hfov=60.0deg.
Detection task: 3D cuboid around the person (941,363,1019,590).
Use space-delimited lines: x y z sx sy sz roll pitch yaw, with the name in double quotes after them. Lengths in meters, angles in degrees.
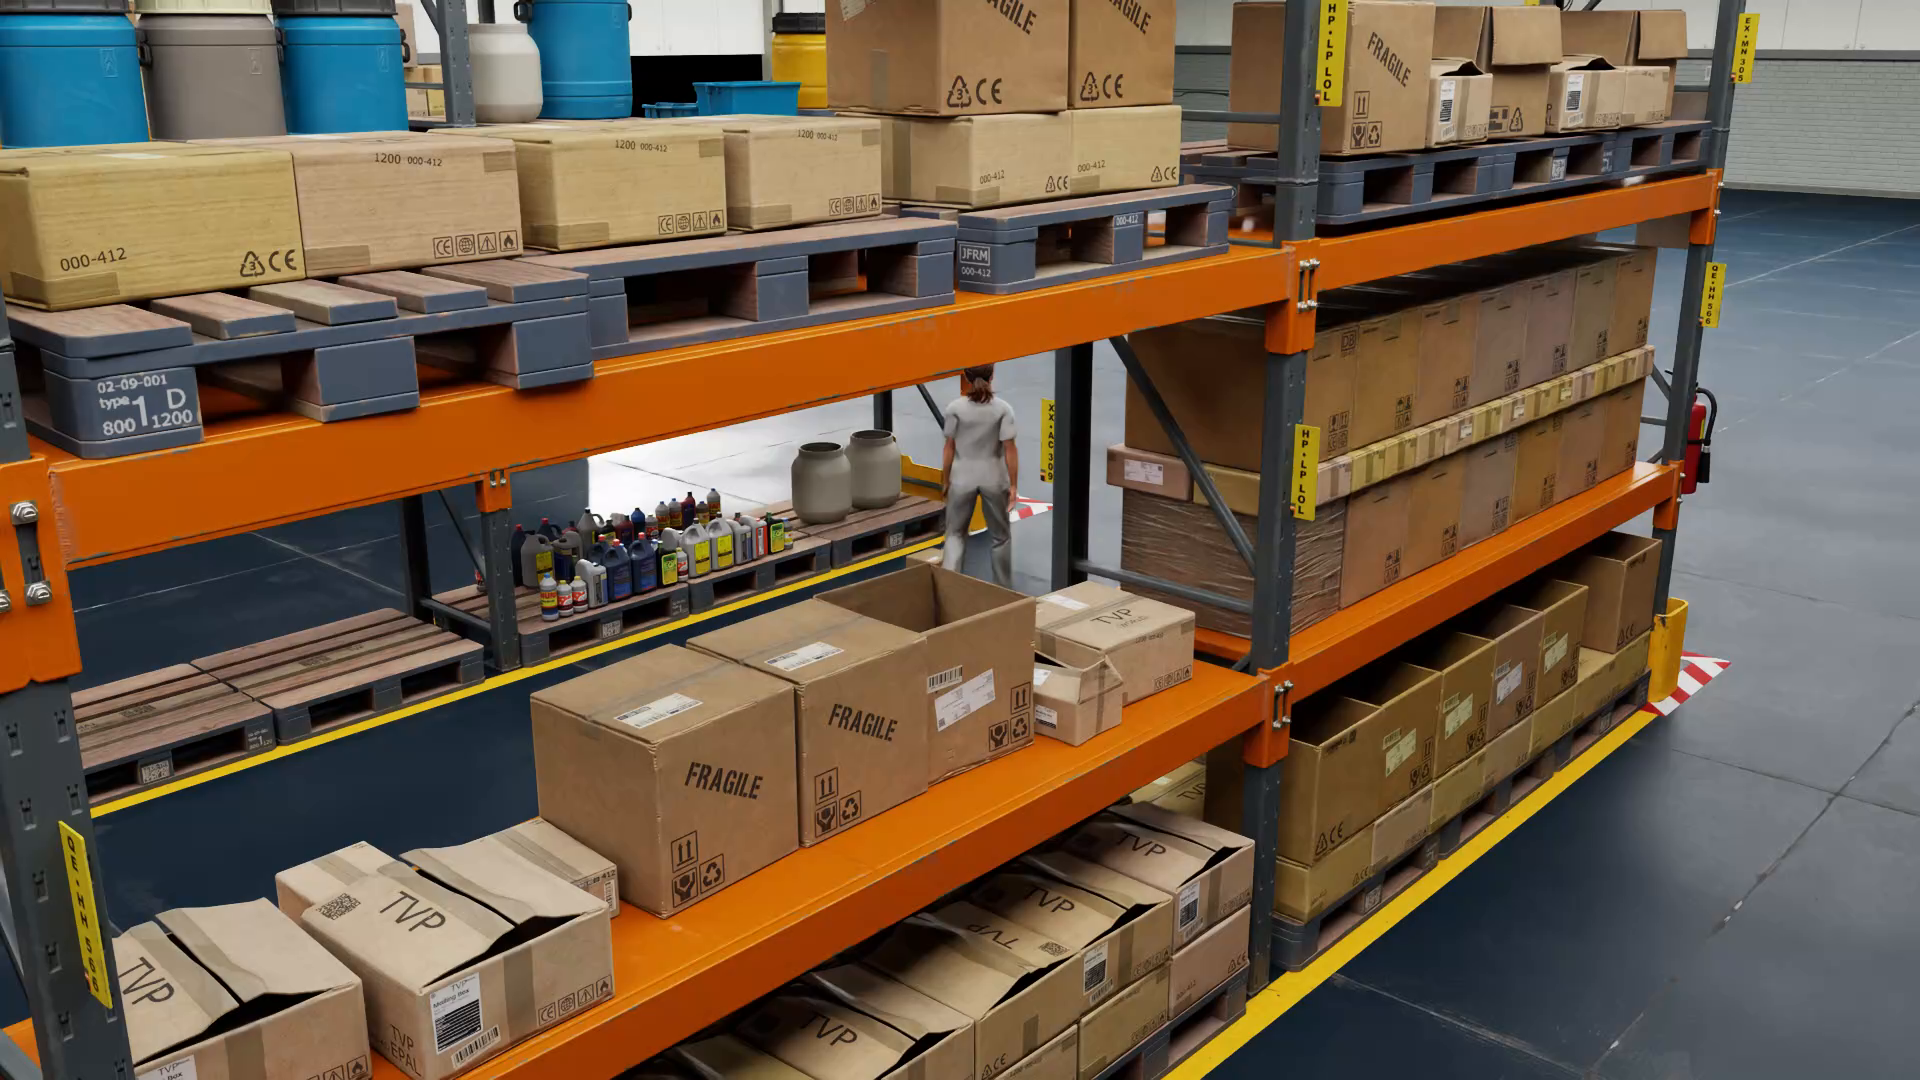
0.113 -0.327 10.102 0.481 1.663 0.668 0 17 1 "person"
